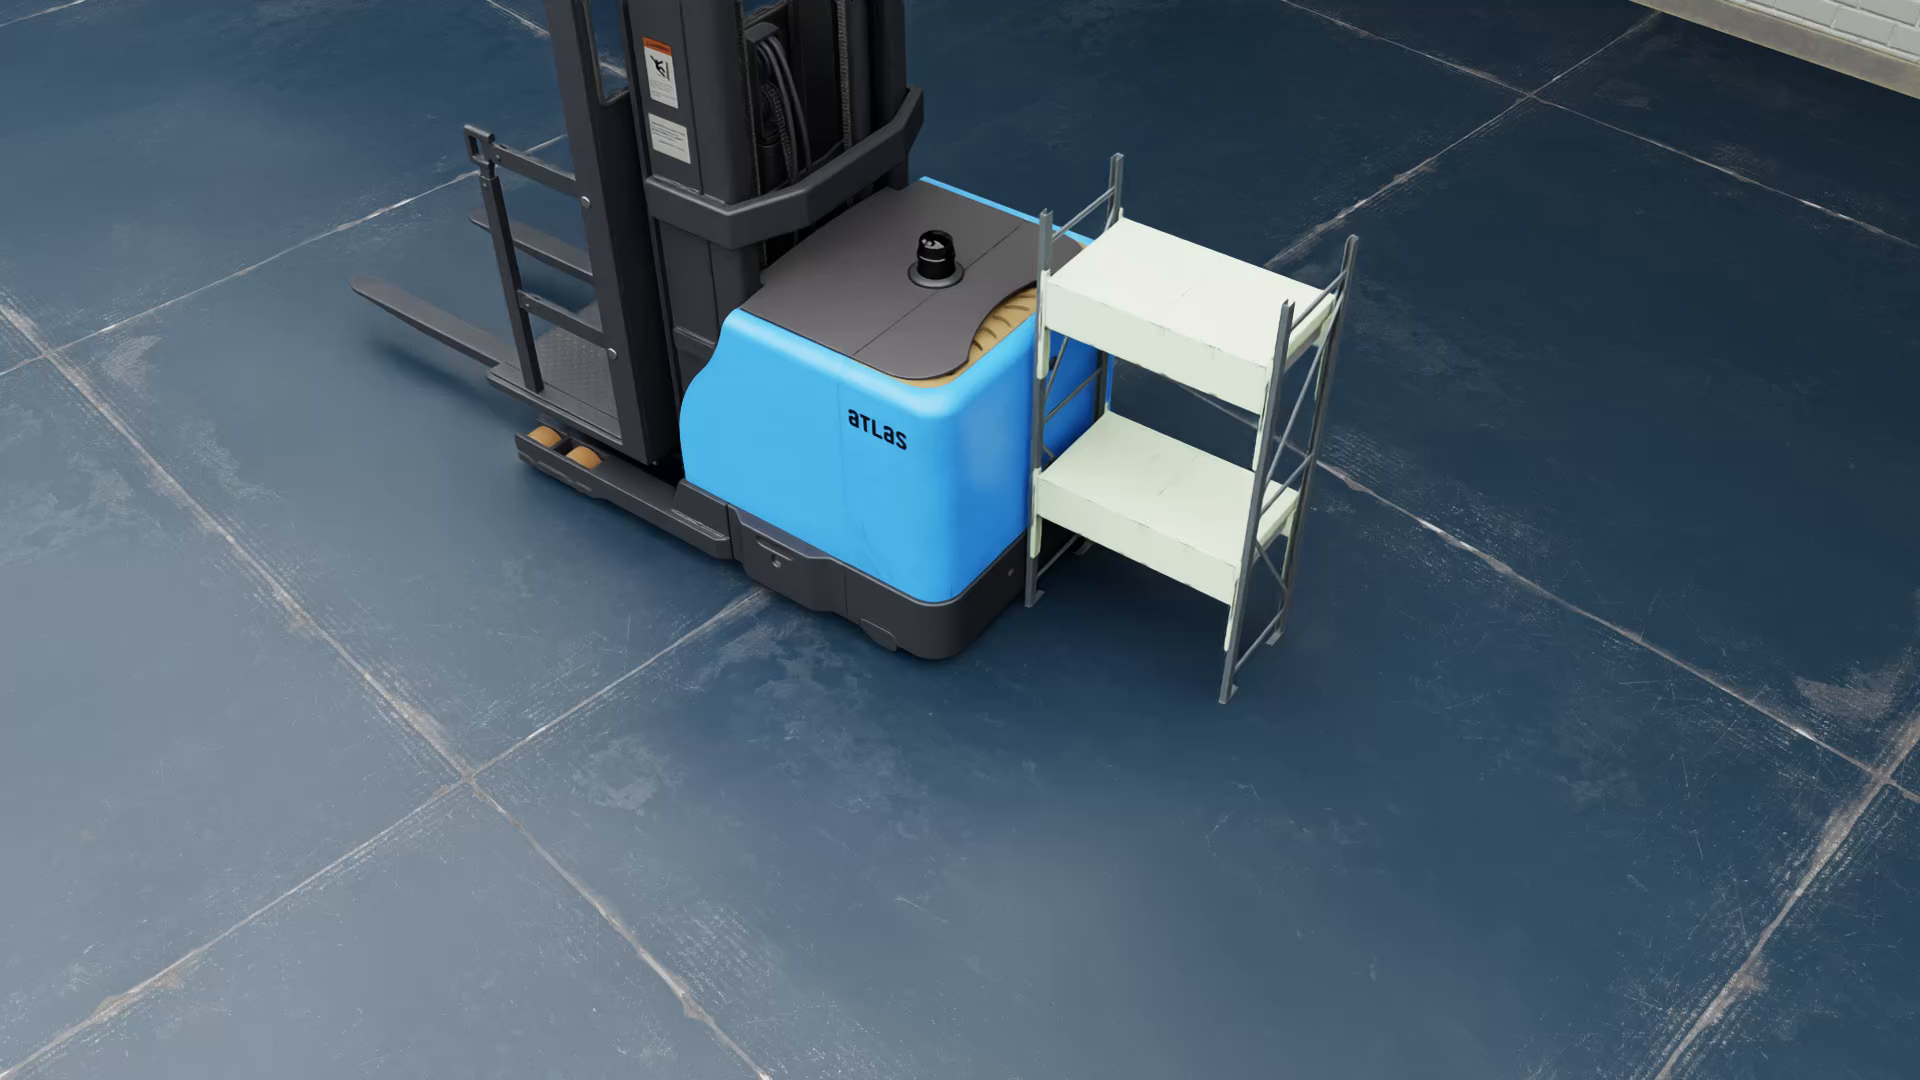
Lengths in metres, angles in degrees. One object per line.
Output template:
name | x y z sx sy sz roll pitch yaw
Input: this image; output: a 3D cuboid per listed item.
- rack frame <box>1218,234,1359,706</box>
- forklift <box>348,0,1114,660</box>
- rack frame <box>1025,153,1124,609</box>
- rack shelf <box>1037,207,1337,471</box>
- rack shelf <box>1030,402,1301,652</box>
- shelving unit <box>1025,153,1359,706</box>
rack frame | 0.934 -0.147 4.804 0.023 1.500 0.400 26 49 25
forklift | -0.977 -1.507 5.221 3.031 2.935 1.130 26 49 25
rack frame | 0.340 -0.437 5.118 0.023 1.500 0.400 26 49 25
rack shelf | 0.637 -0.579 4.696 0.720 0.370 0.431 26 49 25
rack shelf | 0.637 -0.053 5.182 0.720 0.370 0.431 26 49 25
shelving unit | 0.637 -0.292 4.961 0.755 1.500 0.431 26 49 25
